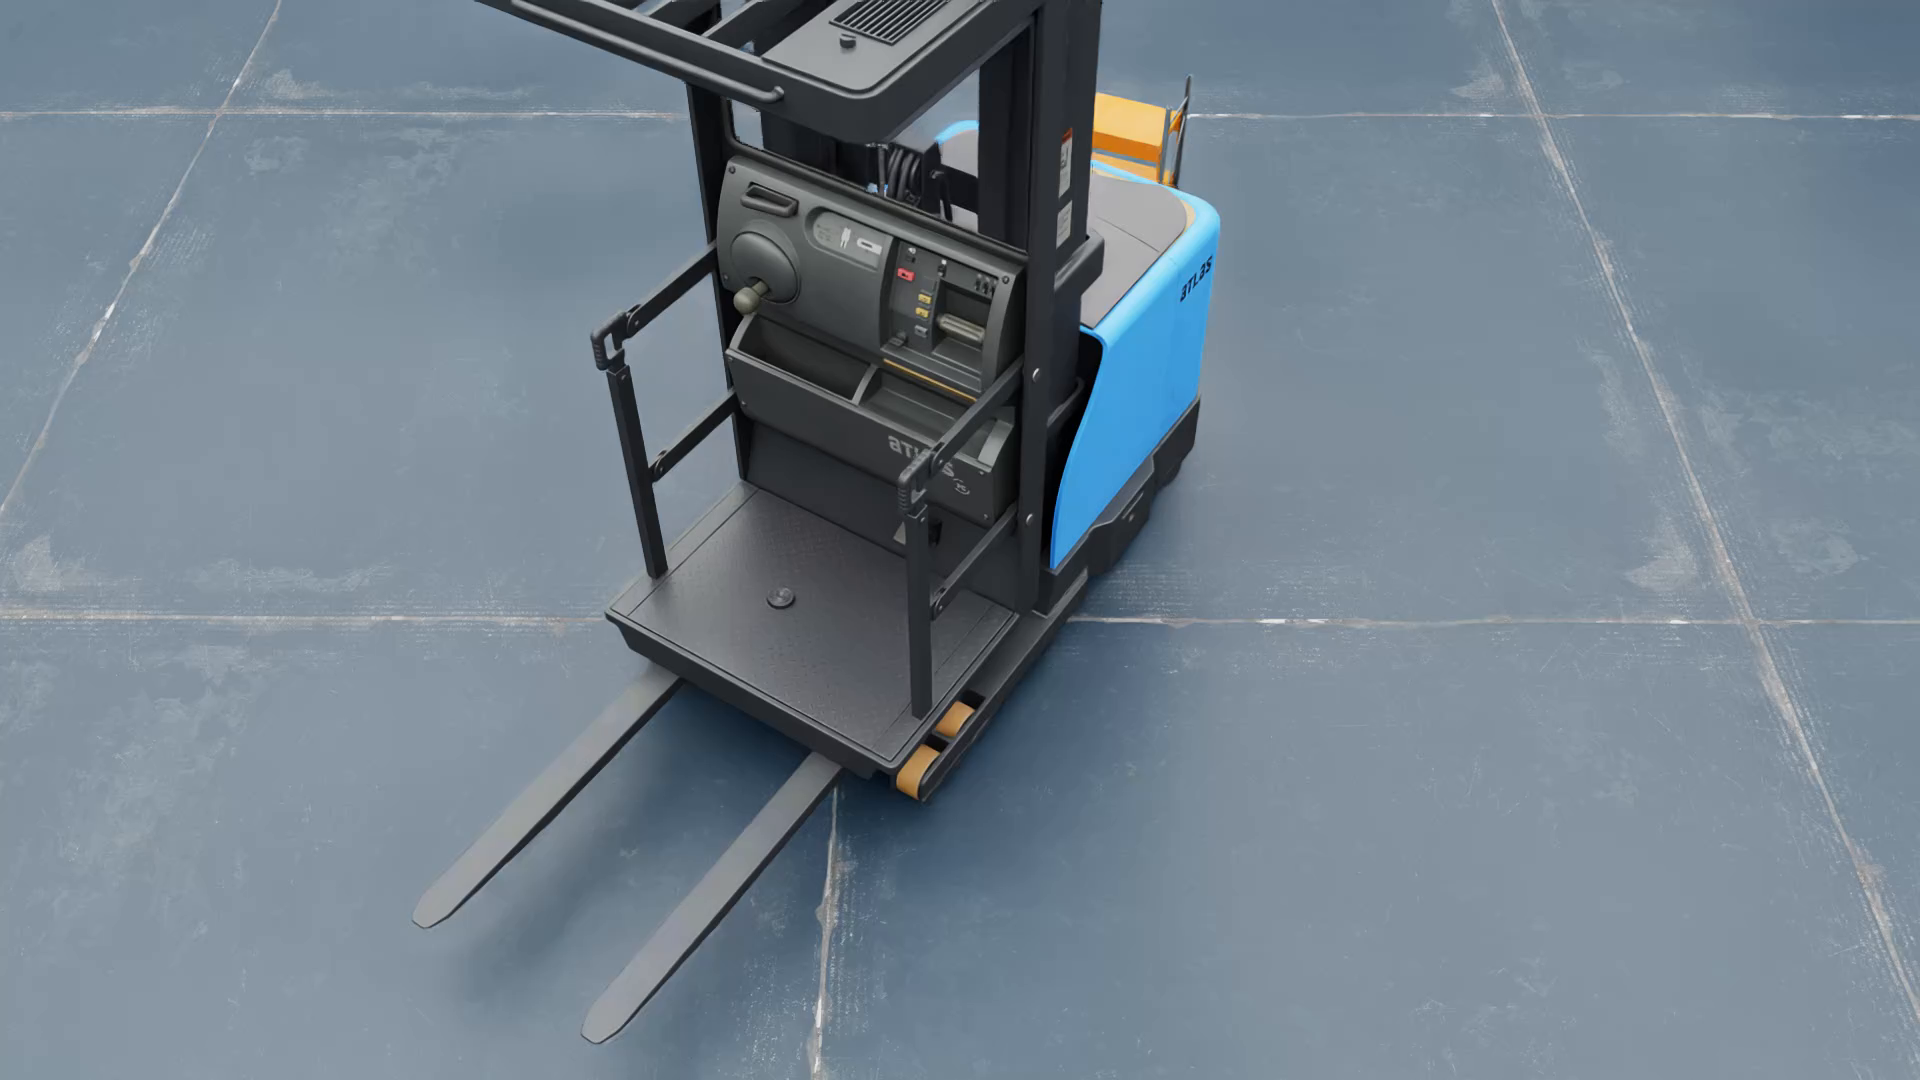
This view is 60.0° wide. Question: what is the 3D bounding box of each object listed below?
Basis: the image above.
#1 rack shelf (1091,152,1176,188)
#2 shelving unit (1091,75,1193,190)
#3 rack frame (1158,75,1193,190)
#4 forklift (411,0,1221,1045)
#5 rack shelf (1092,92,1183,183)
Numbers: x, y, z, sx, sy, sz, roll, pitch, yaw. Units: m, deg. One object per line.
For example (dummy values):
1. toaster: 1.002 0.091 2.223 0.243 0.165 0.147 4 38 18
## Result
1. rack shelf: 0.491 -1.234 5.857 0.480 0.148 0.258 18 47 16
2. shelving unit: 0.488 -1.122 5.967 0.503 1.200 0.258 18 47 16
3. rack frame: 0.712 -1.051 5.900 0.015 1.200 0.240 18 47 16
4. forklift: -0.380 -0.618 4.323 1.130 2.935 3.031 25 52 22
5. rack shelf: 0.496 -1.402 5.691 0.480 0.148 0.258 18 47 16
